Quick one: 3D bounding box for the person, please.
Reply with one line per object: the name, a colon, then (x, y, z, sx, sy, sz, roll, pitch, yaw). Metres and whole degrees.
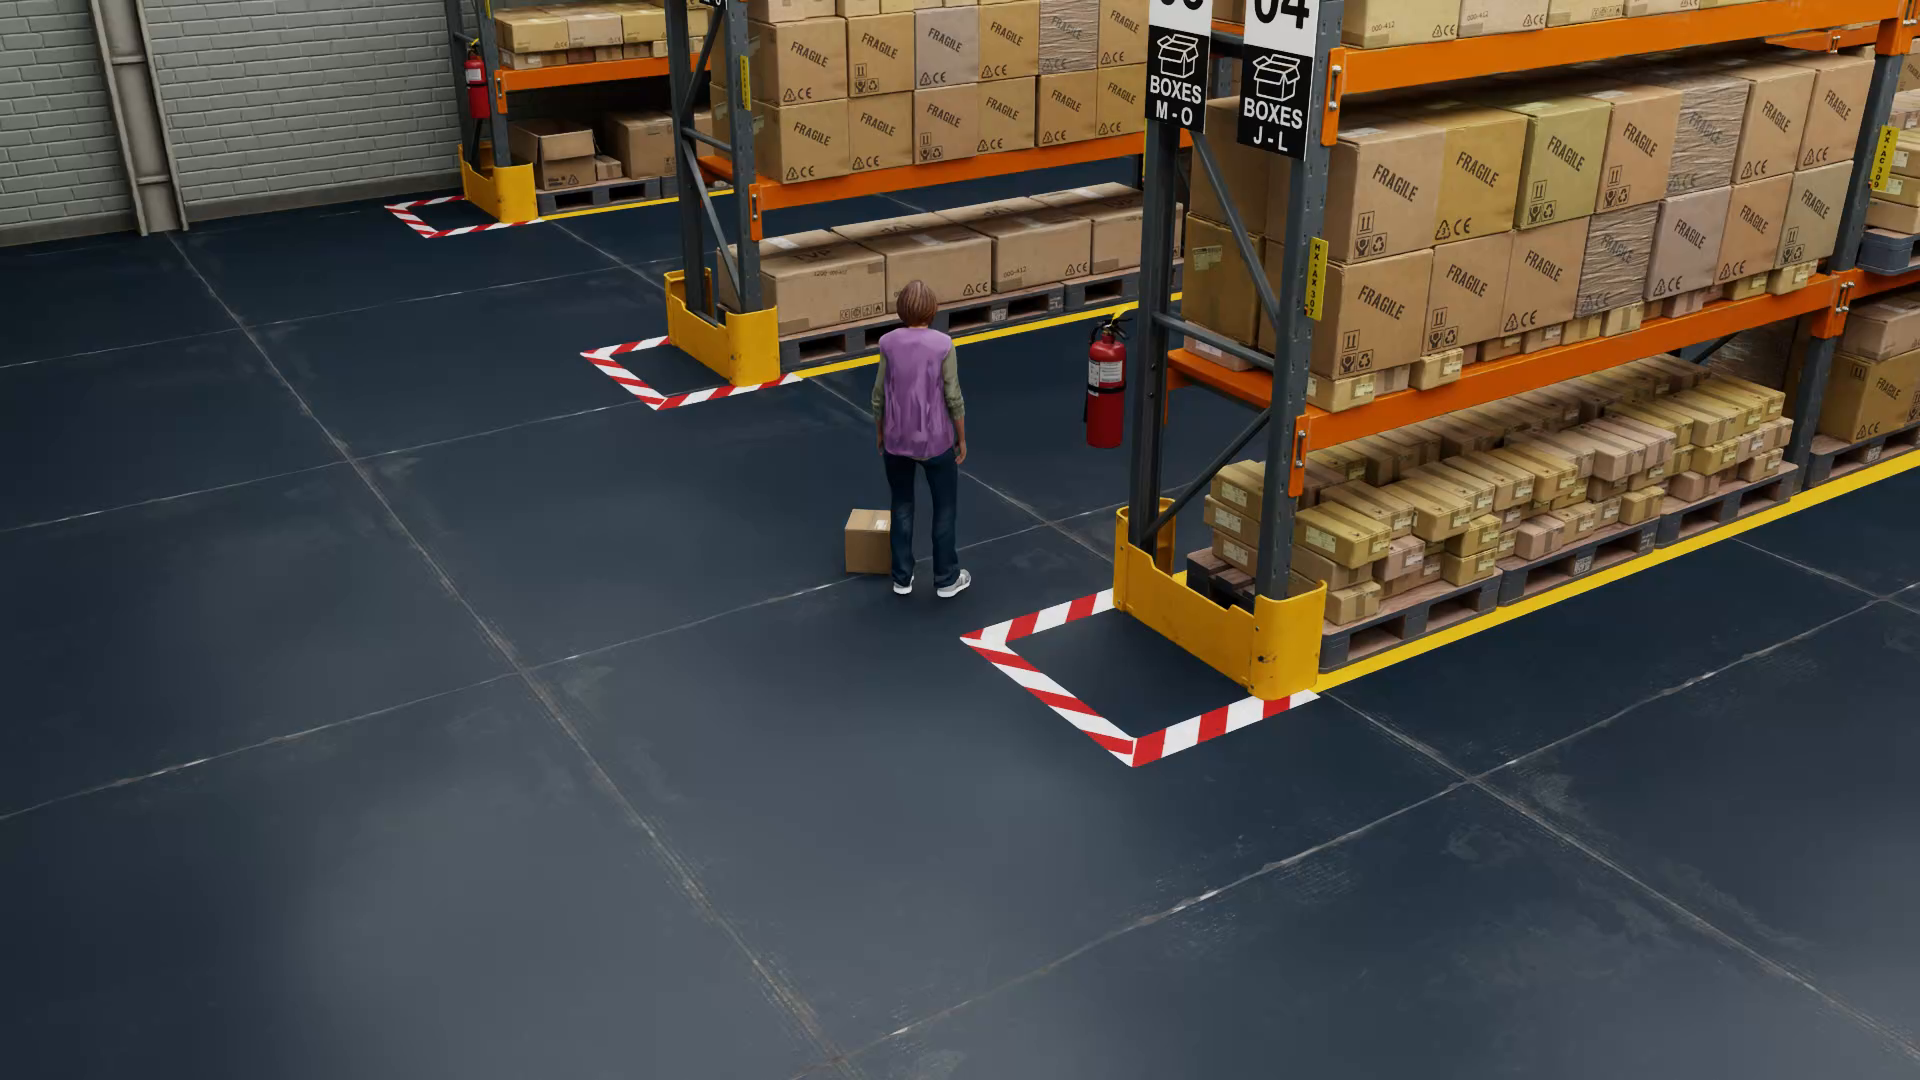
person: (-0.196, -0.465, 8.118, 0.465, 1.575, 0.347, 6, 26, 12)
